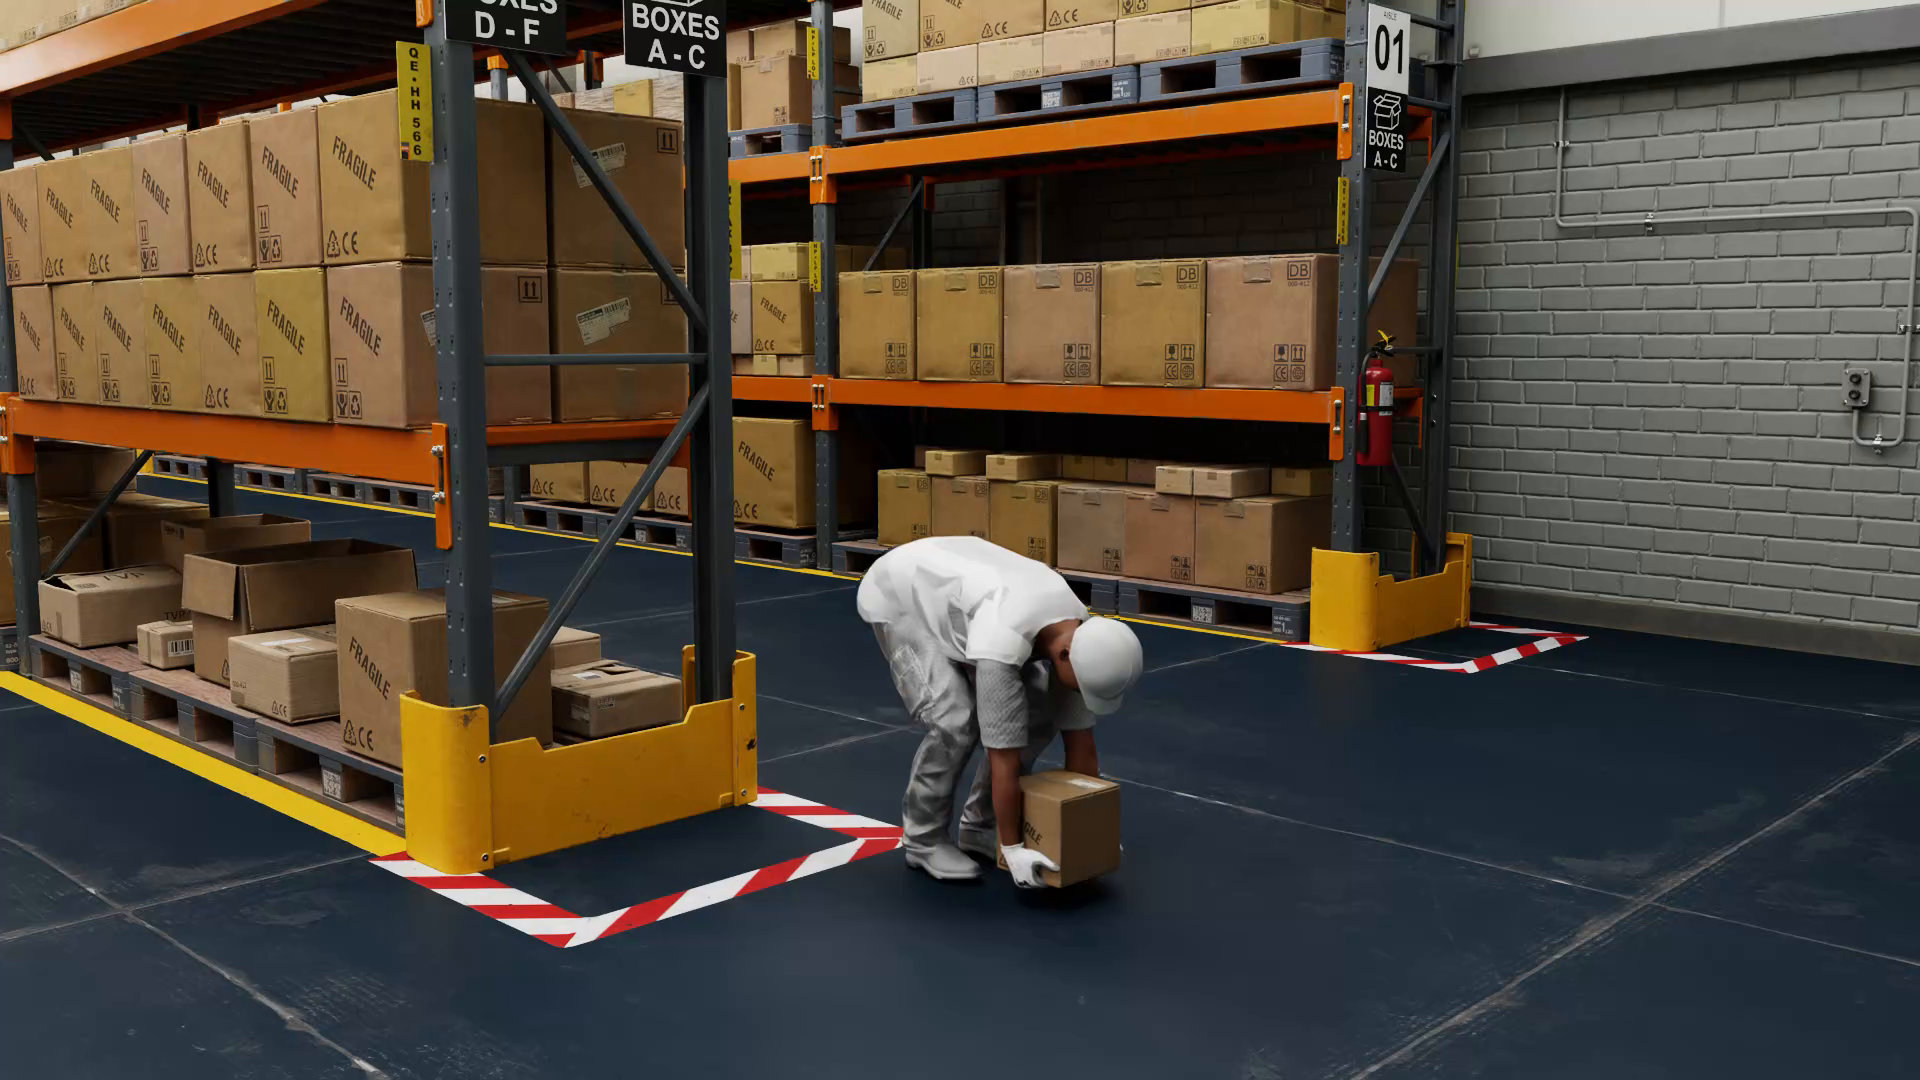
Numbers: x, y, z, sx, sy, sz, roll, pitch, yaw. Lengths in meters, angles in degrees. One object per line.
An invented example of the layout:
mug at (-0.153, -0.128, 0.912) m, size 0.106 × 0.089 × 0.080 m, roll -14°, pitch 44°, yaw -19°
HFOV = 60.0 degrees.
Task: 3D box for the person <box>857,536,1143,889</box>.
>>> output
person at (0.129, 0.496, 4.863) m, size 0.523 × 0.989 × 0.980 m, roll -7°, pitch 10°, yaw -44°
